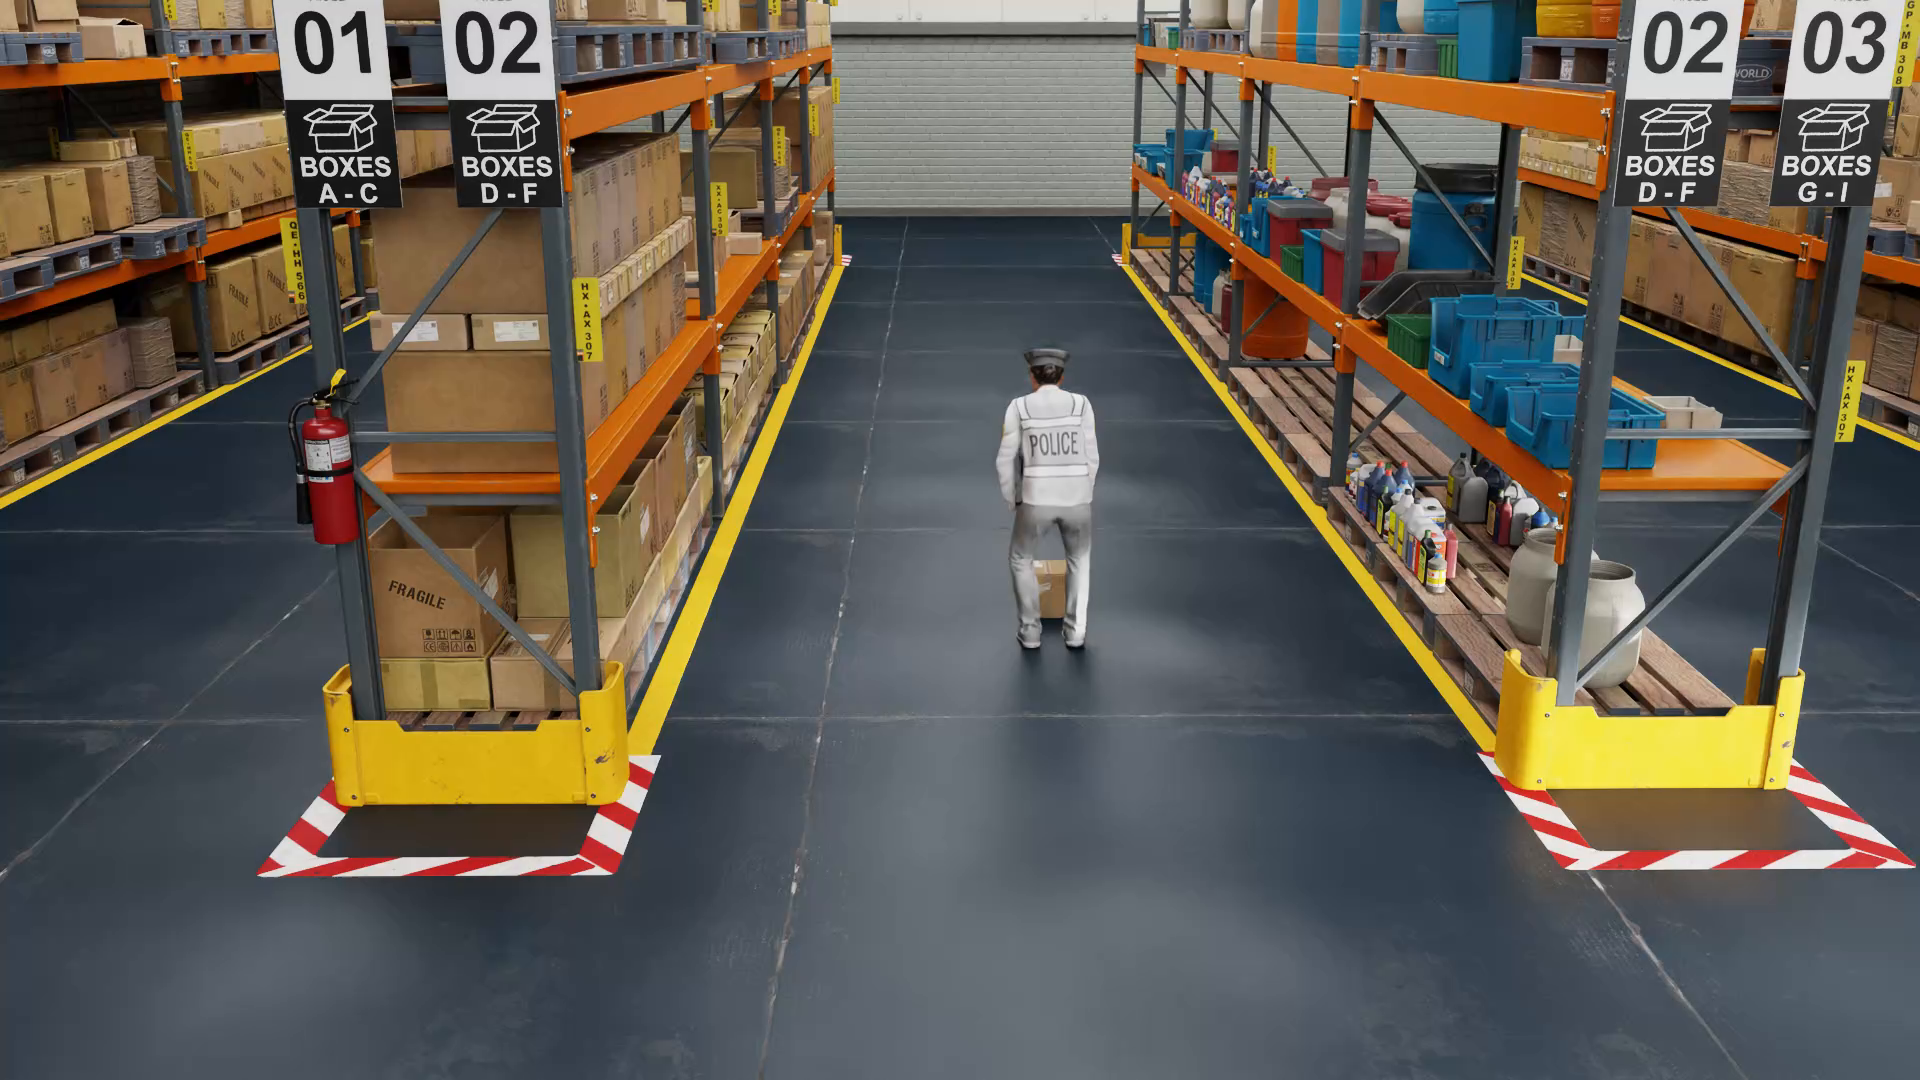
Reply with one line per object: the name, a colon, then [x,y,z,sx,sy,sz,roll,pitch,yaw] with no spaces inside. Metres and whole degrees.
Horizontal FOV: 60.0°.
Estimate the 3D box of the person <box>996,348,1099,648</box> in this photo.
person: [0.443,-0.204,8.465,0.526,1.522,0.591,0,17,0]
